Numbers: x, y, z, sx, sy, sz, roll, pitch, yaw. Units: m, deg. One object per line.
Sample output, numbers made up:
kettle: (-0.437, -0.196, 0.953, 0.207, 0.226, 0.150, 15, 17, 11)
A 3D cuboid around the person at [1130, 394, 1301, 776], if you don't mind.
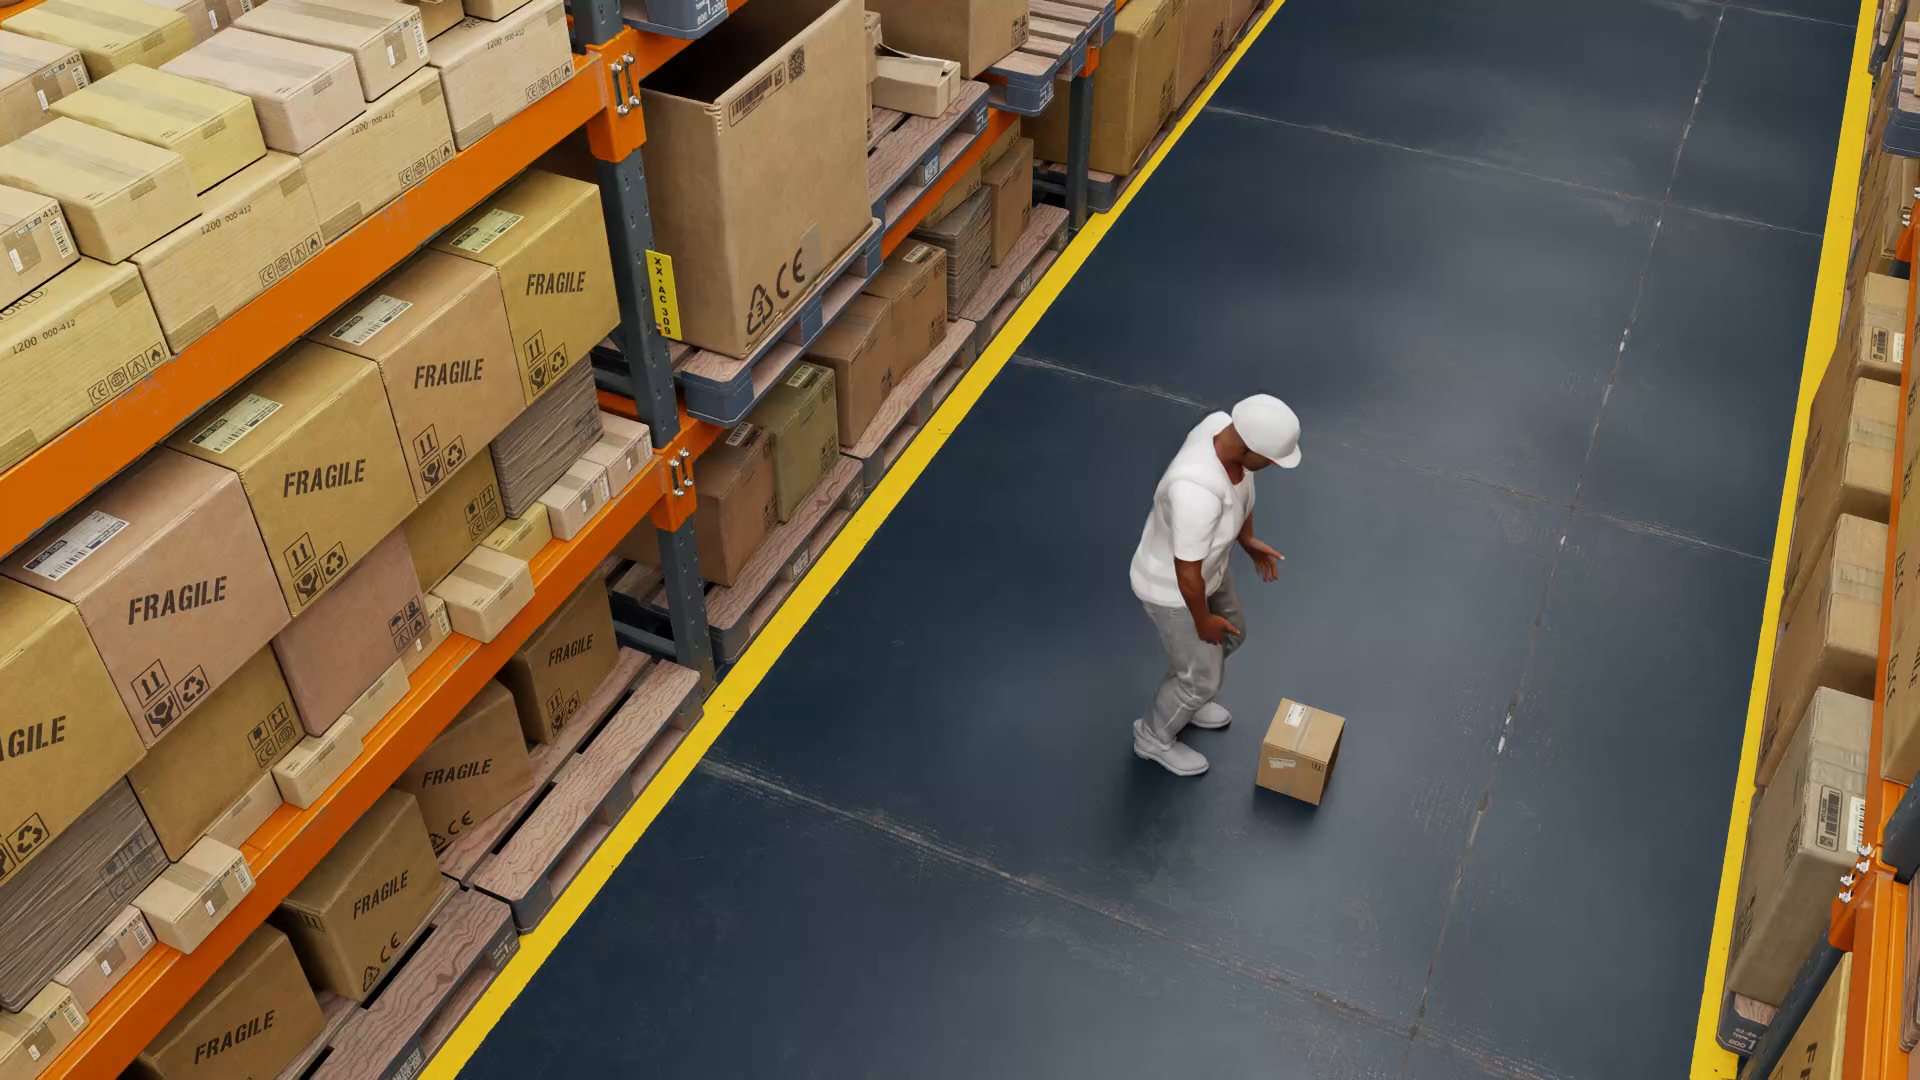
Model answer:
person: (0.903, 0.131, 6.060, 0.511, 1.682, 0.602, 18, 45, 19)
